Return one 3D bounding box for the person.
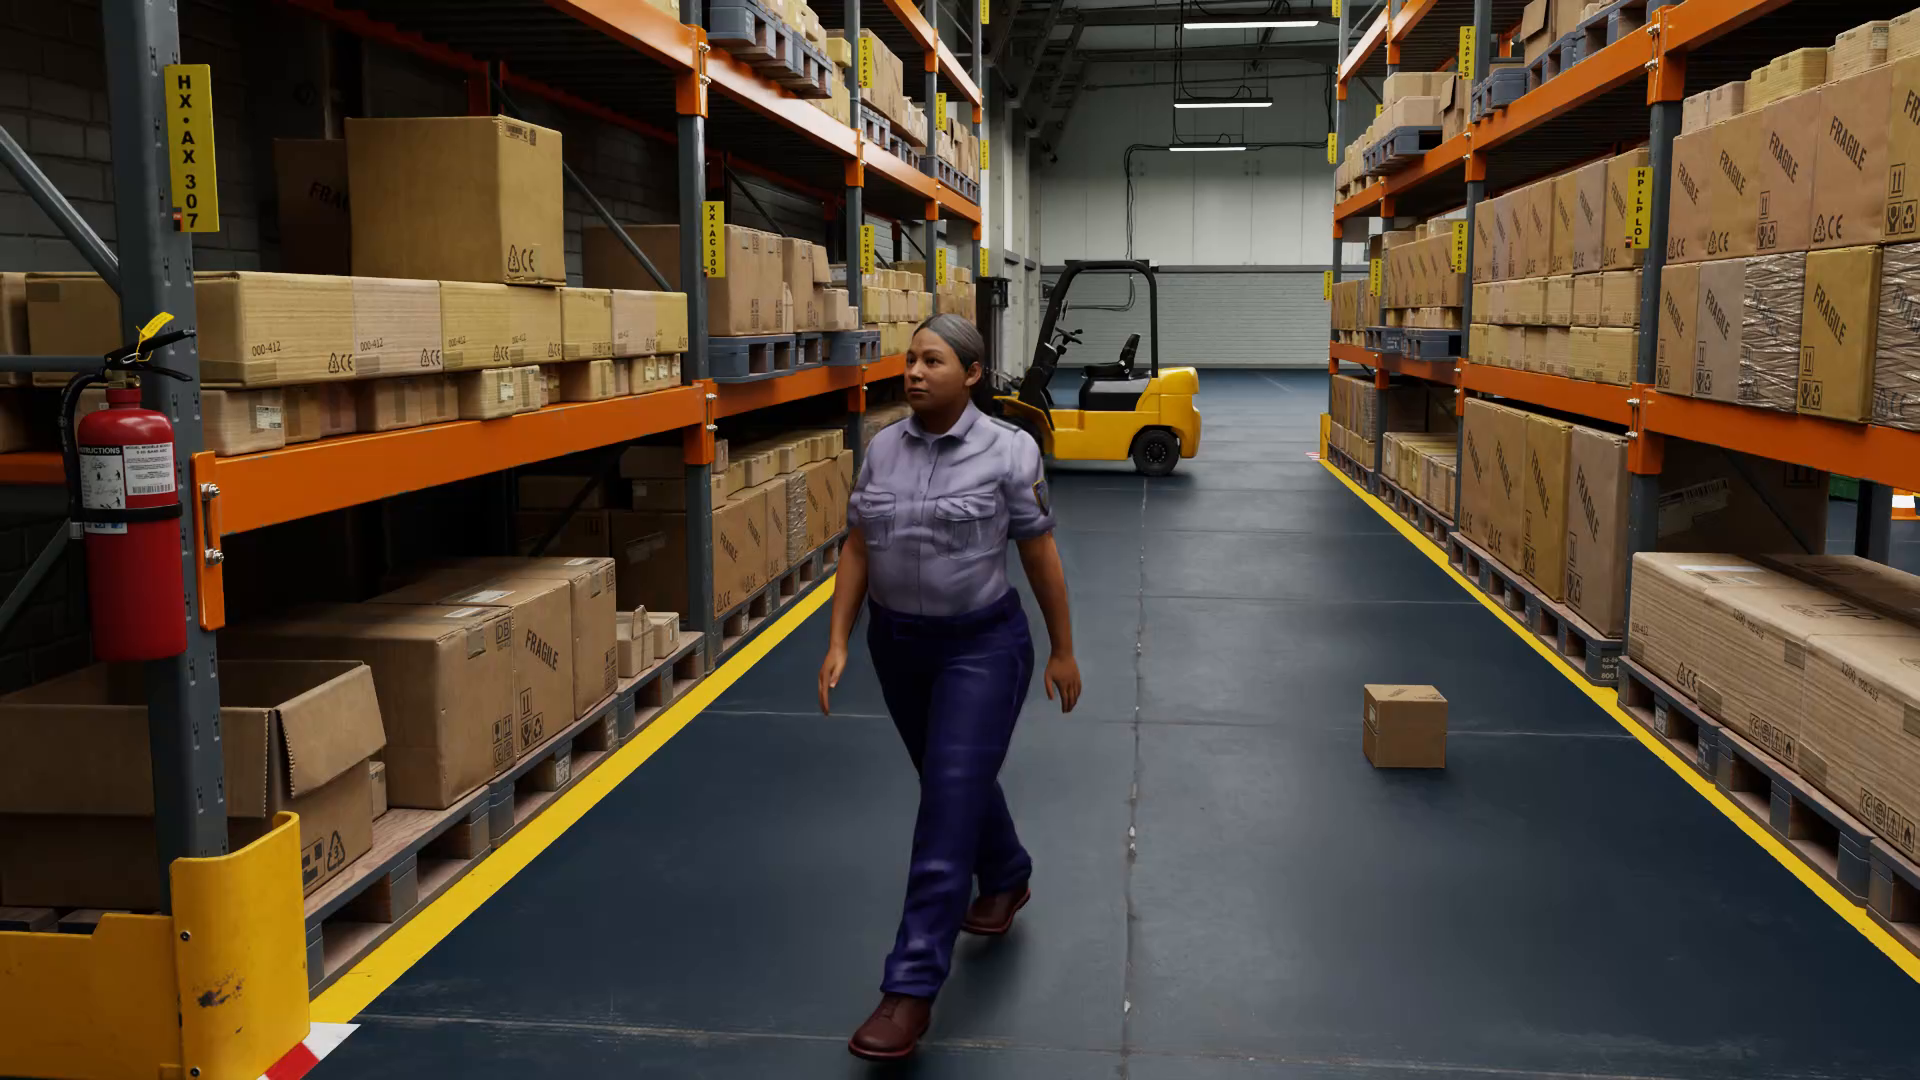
[{"bbox_3d":[-0.068,0.261,3.879,0.512,1.571,1.054,5,9,33],"label":"person"}]
